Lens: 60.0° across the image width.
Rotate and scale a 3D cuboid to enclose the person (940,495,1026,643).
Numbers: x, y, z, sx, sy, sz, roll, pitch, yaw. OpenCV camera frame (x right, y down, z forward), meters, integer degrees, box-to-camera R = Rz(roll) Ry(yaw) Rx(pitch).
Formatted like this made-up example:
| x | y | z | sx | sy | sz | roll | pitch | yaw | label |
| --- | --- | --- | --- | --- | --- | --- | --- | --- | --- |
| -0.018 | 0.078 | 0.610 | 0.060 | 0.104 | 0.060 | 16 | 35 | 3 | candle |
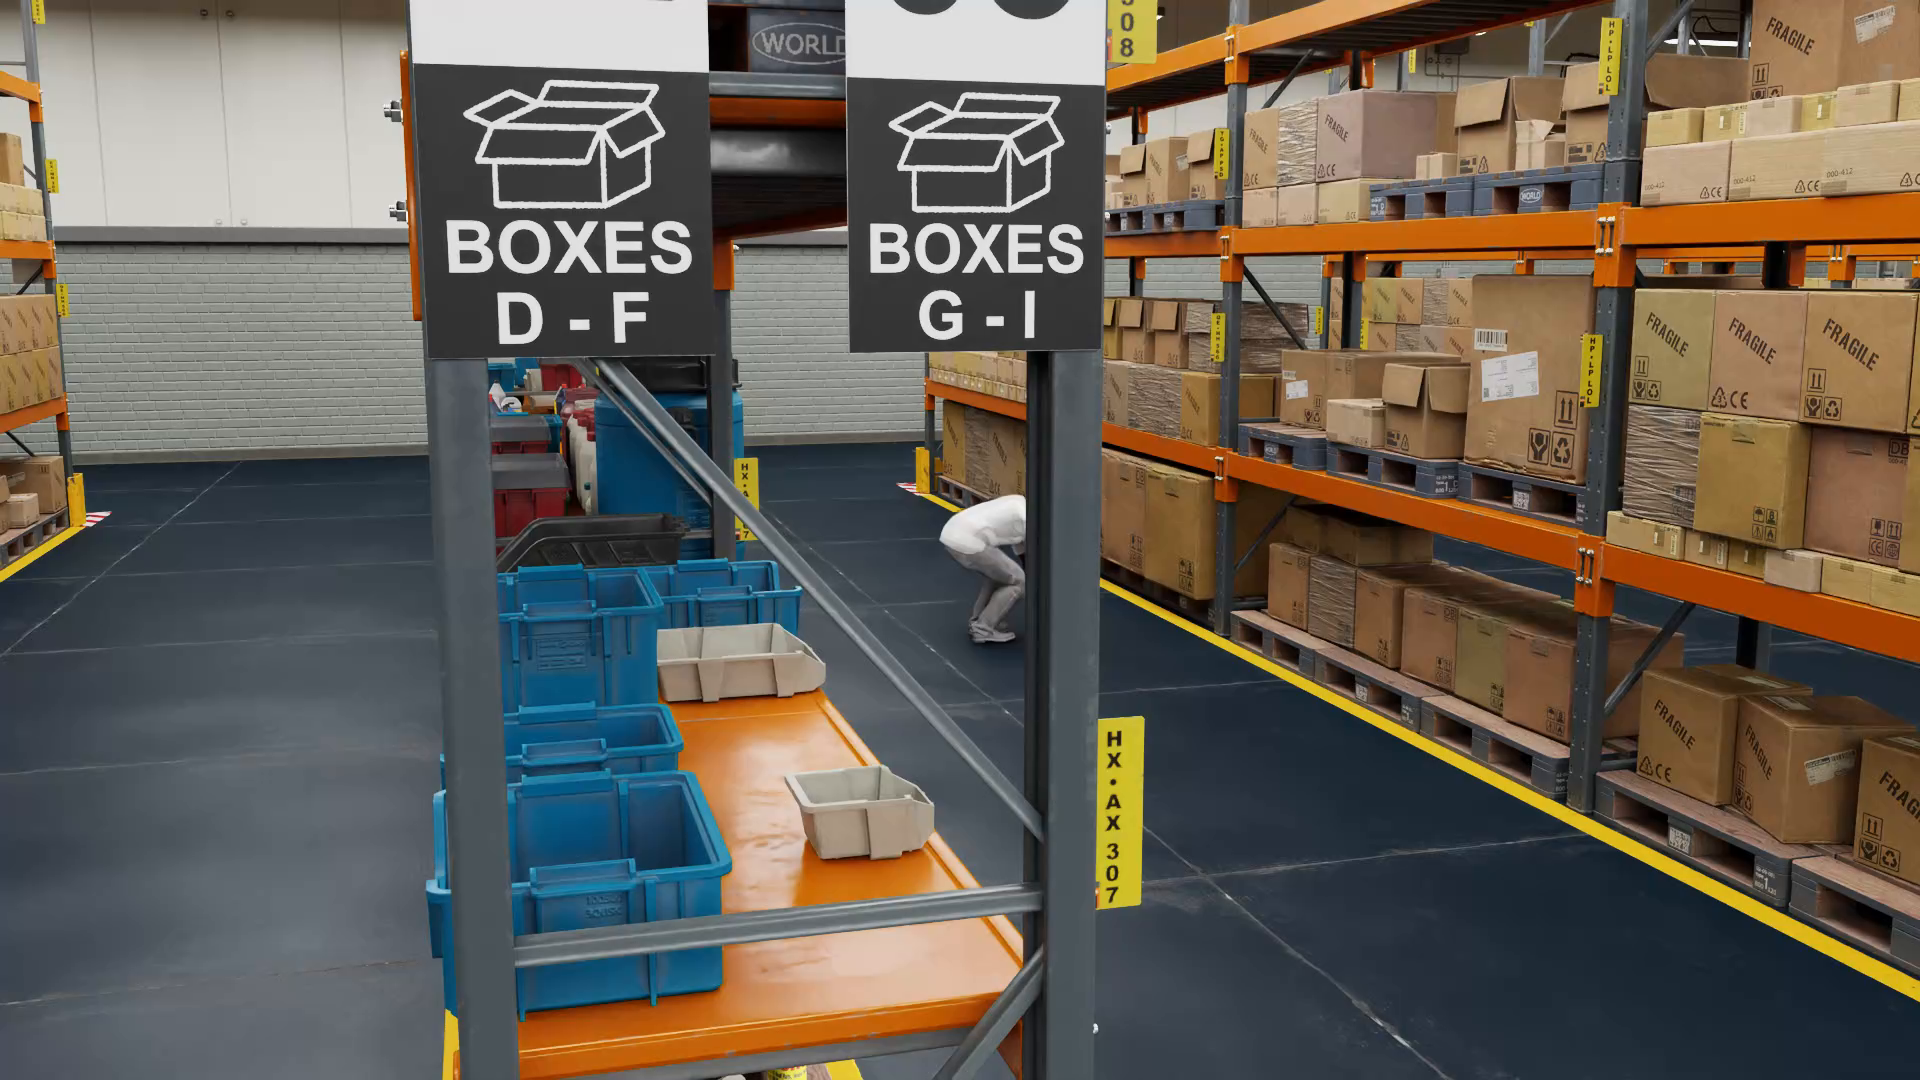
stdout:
| x | y | z | sx | sy | sz | roll | pitch | yaw | label |
| --- | --- | --- | --- | --- | --- | --- | --- | --- | --- |
| 0.337 | 0.172 | 11.580 | 0.958 | 1.019 | 0.527 | -3 | 10 | -18 | person |
